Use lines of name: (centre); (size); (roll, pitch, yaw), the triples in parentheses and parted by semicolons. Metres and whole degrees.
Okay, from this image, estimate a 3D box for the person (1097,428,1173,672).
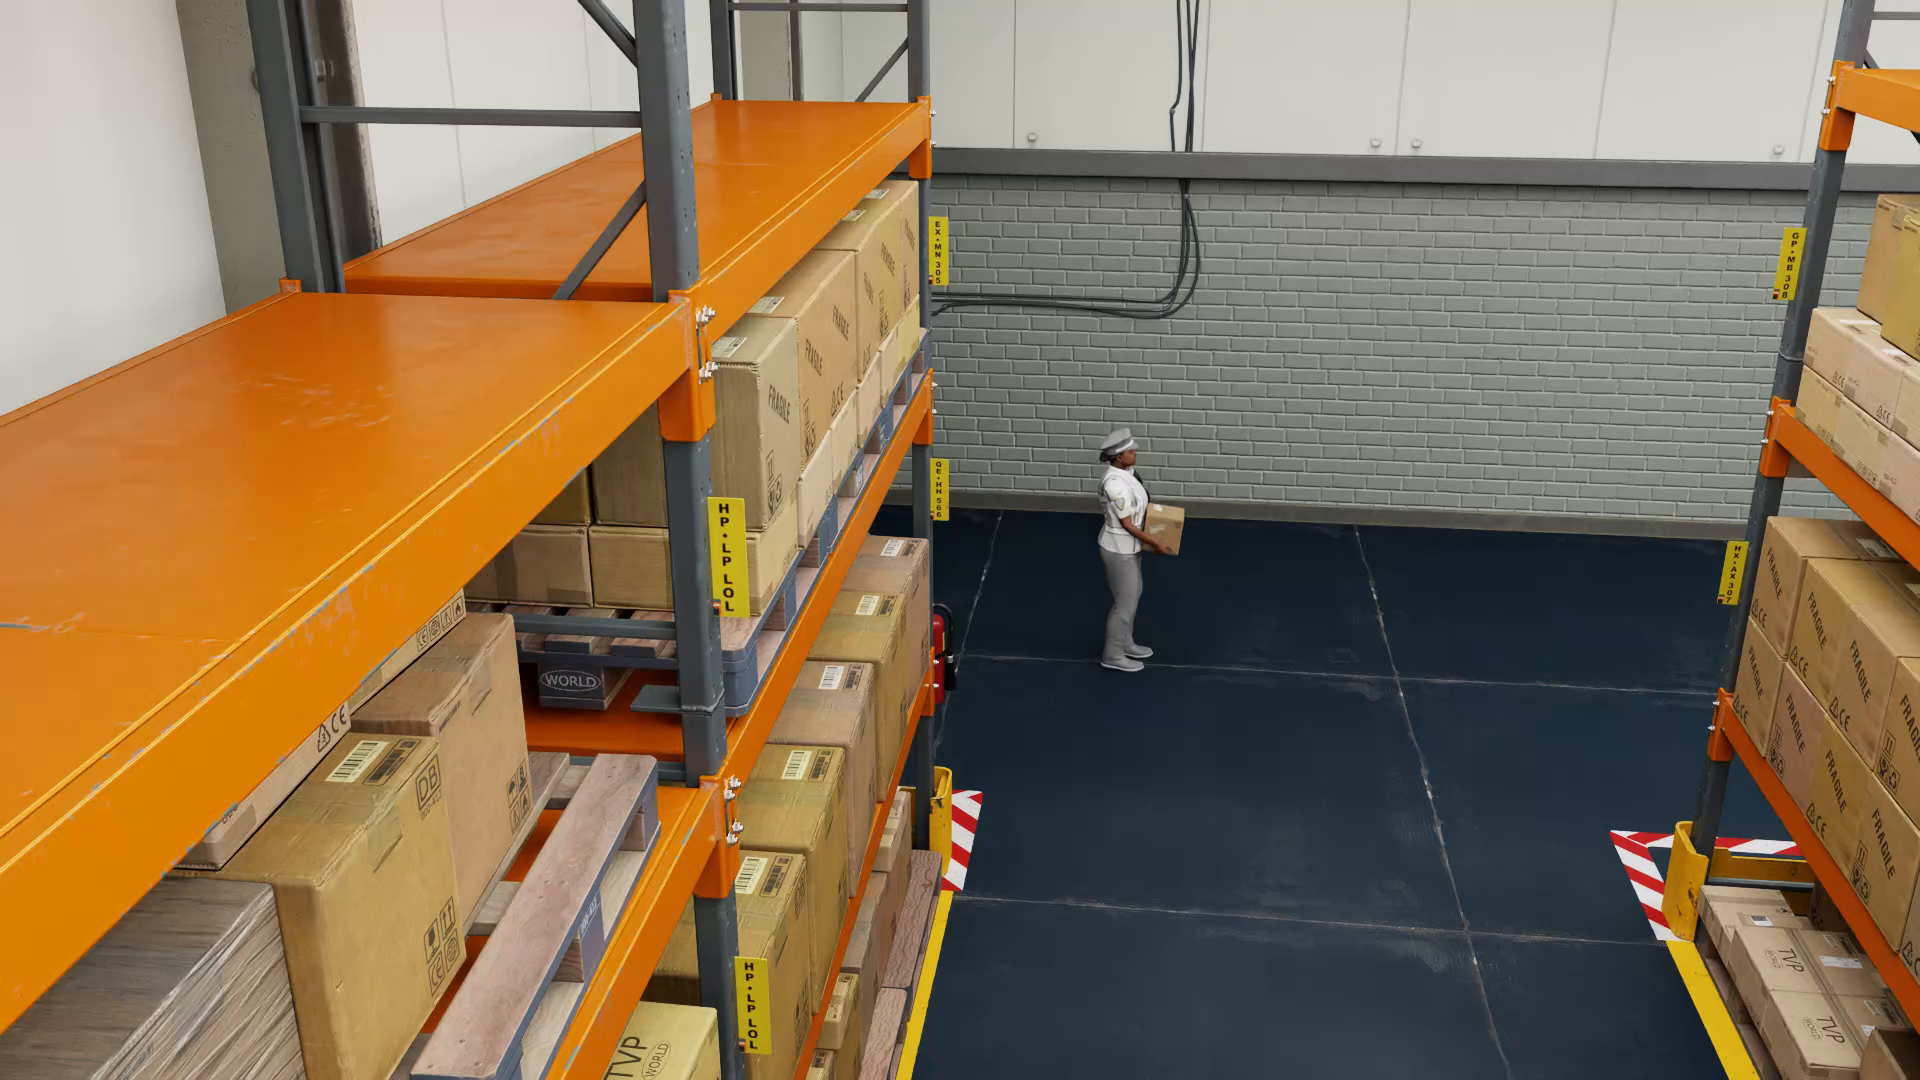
person: (1.179, 0.060, 11.294); (0.537, 1.687, 0.451); (3, 21, 7)
